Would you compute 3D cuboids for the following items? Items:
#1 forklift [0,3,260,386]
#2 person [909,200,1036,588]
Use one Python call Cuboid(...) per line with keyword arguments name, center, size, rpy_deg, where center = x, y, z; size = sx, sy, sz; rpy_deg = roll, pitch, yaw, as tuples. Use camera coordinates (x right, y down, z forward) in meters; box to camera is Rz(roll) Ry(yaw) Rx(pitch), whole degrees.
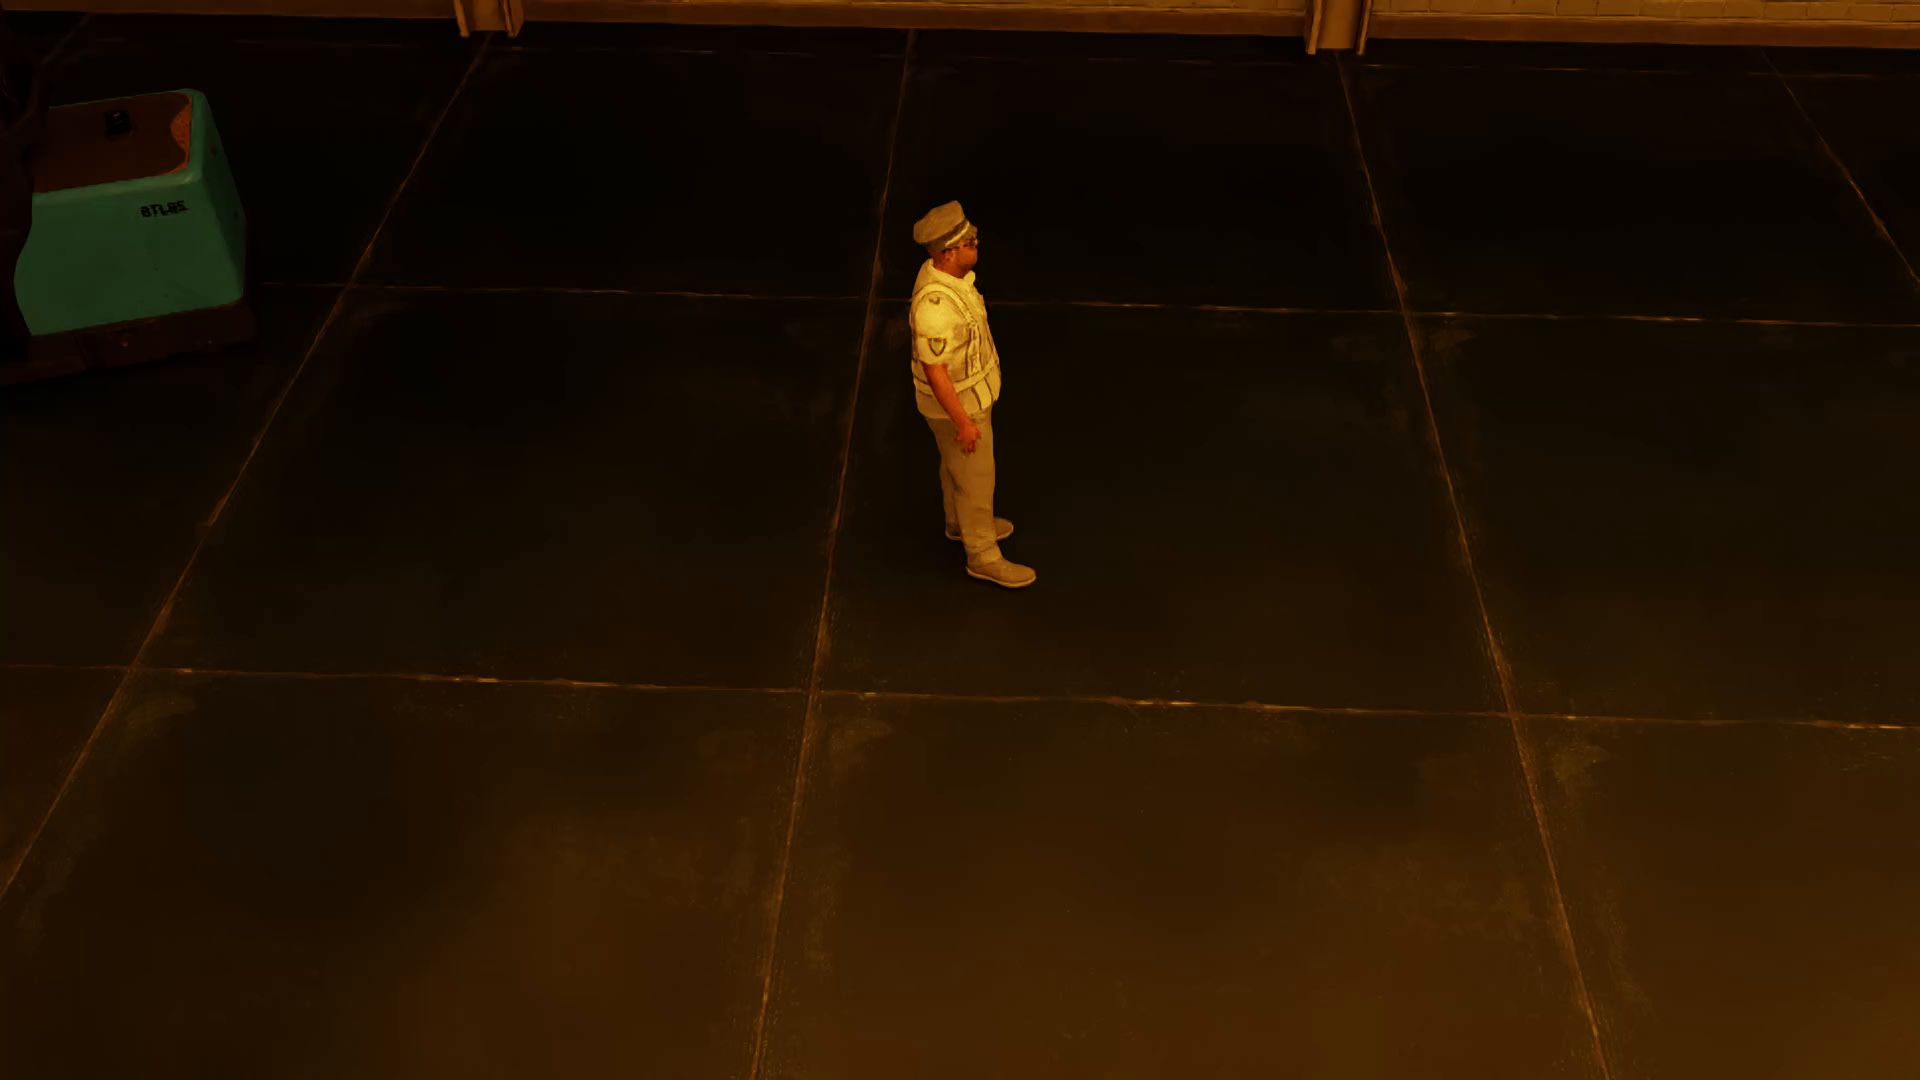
Cuboid(name="forklift", center=(-5.393, -2.147, 8.094), size=(3.031, 2.935, 1.130), rpy_deg=(-12, 44, -13))
Cuboid(name="person", center=(0.077, -0.654, 7.299), size=(0.574, 1.781, 0.640), rpy_deg=(2, 42, 2))
